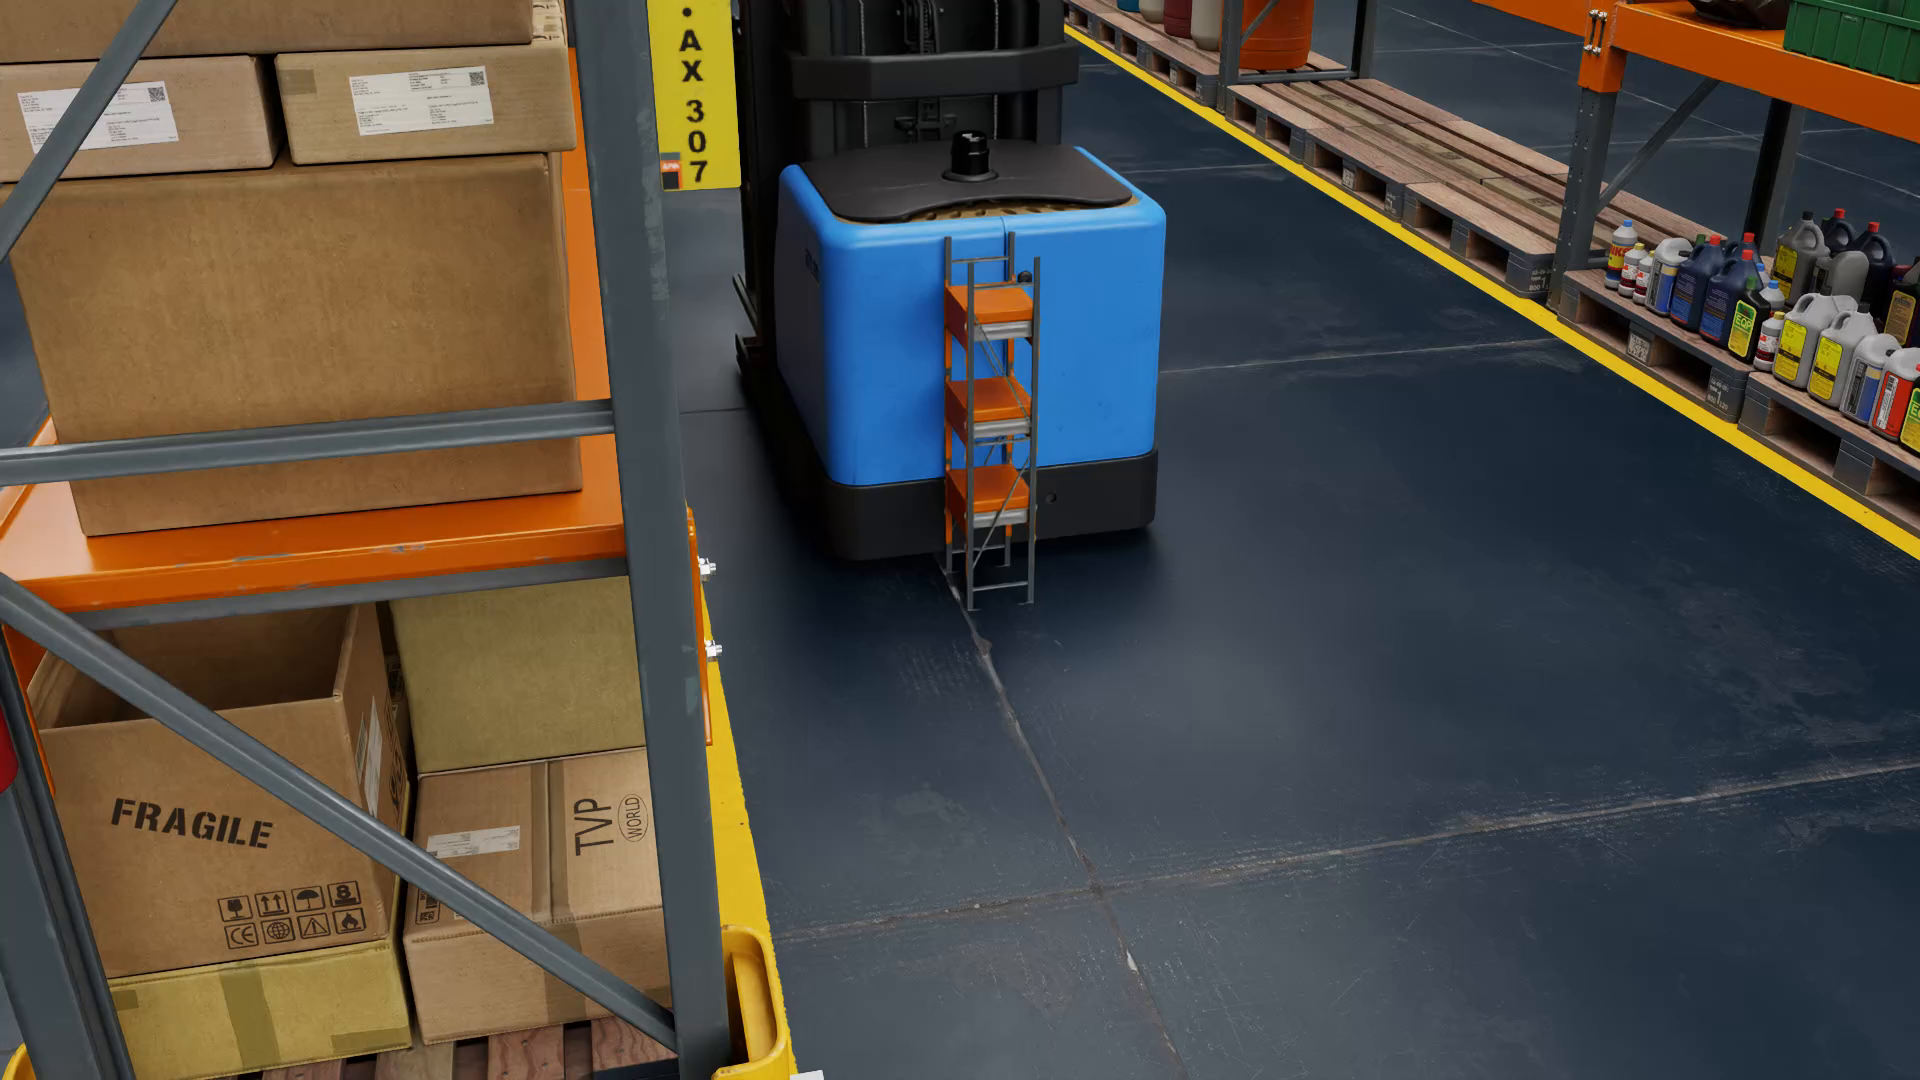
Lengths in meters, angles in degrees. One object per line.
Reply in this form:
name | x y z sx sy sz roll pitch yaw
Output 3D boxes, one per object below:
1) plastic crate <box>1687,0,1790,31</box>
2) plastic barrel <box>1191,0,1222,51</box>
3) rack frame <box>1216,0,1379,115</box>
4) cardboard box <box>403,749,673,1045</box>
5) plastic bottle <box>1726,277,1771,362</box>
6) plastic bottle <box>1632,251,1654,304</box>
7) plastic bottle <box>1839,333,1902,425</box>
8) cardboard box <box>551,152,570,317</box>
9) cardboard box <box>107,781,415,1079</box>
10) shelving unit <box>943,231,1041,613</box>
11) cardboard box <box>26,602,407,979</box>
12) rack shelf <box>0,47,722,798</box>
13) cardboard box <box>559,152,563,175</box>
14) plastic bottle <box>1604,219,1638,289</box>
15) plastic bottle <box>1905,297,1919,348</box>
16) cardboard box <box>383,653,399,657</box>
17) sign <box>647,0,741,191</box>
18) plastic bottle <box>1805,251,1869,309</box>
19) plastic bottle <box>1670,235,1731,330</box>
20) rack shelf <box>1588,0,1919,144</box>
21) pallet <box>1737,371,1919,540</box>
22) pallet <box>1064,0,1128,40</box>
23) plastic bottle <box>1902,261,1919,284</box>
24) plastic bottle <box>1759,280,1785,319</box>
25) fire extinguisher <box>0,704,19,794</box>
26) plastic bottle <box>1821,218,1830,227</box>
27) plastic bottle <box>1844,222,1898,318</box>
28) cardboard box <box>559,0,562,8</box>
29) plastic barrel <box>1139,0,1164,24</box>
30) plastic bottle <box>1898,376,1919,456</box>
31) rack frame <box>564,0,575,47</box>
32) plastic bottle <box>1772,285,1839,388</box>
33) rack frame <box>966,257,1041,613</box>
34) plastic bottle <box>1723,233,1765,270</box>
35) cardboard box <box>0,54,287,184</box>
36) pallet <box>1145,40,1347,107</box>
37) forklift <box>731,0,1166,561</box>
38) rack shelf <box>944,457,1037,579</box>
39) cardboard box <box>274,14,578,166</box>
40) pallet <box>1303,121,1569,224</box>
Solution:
plastic crate | 3.048 -2.105 6.160 0.767 0.338 0.504 -6 27 -12
plastic barrel | 1.811 -3.660 11.467 0.421 0.512 0.421 0 27 0
rack frame | 2.153 -4.131 10.106 1.000 3.000 0.127 -6 27 -12
cardboard box | -0.775 0.664 3.191 0.500 0.250 0.500 -6 27 -12
plastic bottle | 2.871 -0.803 6.038 0.061 0.283 0.133 -5 27 -9
plastic bottle | 2.745 -1.049 6.616 0.097 0.201 0.097 0 27 0
plastic bottle | 3.053 -0.536 5.517 0.152 0.276 0.135 -7 28 -13
cardboard box | -1.087 -0.599 2.997 0.700 0.500 0.500 -5 27 -10
cardboard box | -1.280 0.717 3.087 0.500 0.250 0.500 -6 27 -12
shelving unit | 0.086 -0.324 4.726 0.215 1.050 0.252 -7 28 -13
cardboard box | -1.282 0.382 2.917 0.500 0.500 0.500 -6 27 -12
rack shelf | -1.322 -0.675 4.056 1.077 0.370 4.000 -6 27 -12
cardboard box | -1.315 -1.048 3.887 0.700 0.500 0.500 -5 27 -10
plastic bottle | 2.699 -1.169 6.777 0.097 0.271 0.097 0 27 0
plastic bottle | 3.525 -0.797 6.026 0.061 0.283 0.133 -6 27 -12
cardboard box | -1.519 0.279 3.954 0.500 0.250 0.500 -6 27 -12
sign | -0.329 -0.593 2.048 0.100 0.325 0.005 -6 27 -12
plastic bottle | 3.385 -0.992 6.421 0.152 0.276 0.135 -6 27 -12
plastic bottle | 2.832 -0.993 6.339 0.144 0.351 0.185 -5 27 -10
rack shelf | 3.505 -1.176 5.050 1.077 0.370 4.000 -6 27 -12
pallet | 3.443 -0.295 5.600 1.003 0.211 1.213 -6 27 -12
pallet | 1.385 -4.299 13.534 1.003 0.211 1.213 -6 27 -12
plastic bottle | 3.596 -0.910 6.175 0.144 0.351 0.185 -6 27 -12
plastic bottle | 2.944 -0.814 6.072 0.097 0.271 0.097 0 27 0
fire extinguisher | -1.297 0.016 1.976 0.296 0.674 0.183 -6 27 -12
plastic bottle | 3.484 -1.181 6.788 0.061 0.283 0.133 -5 27 -9
plastic bottle | 3.523 -1.051 6.456 0.144 0.351 0.185 -7 28 -14
cardboard box | -0.867 -0.872 2.817 0.380 0.149 0.250 -6 27 -11
plastic barrel | 1.557 -4.156 12.449 0.421 0.512 0.421 0 27 0
plastic bottle | 3.070 -0.414 5.268 0.061 0.283 0.133 -5 27 -10
rack frame | -1.773 -1.874 5.634 1.000 3.000 0.127 -6 27 -12
plastic bottle | 2.970 -0.723 5.805 0.144 0.351 0.185 -6 27 -12
rack frame | 0.117 -0.270 4.620 0.200 1.050 0.008 -7 28 -13
plastic bottle | 2.972 -1.007 6.368 0.144 0.351 0.185 -6 27 -12
cardboard box | -1.143 -0.601 2.280 0.380 0.149 0.250 -6 27 -12
pallet | 1.934 -3.228 11.412 1.003 0.211 1.213 -6 27 -12
forklift | -0.251 -1.891 5.744 1.130 2.935 3.031 -7 28 -13
rack shelf | 0.086 -0.066 4.856 0.215 0.259 0.240 -7 28 -13
cardboard box | -0.750 -0.646 2.371 0.380 0.149 0.250 -6 27 -12
pallet | 2.561 -2.008 8.994 1.003 0.211 1.213 -6 27 -12
